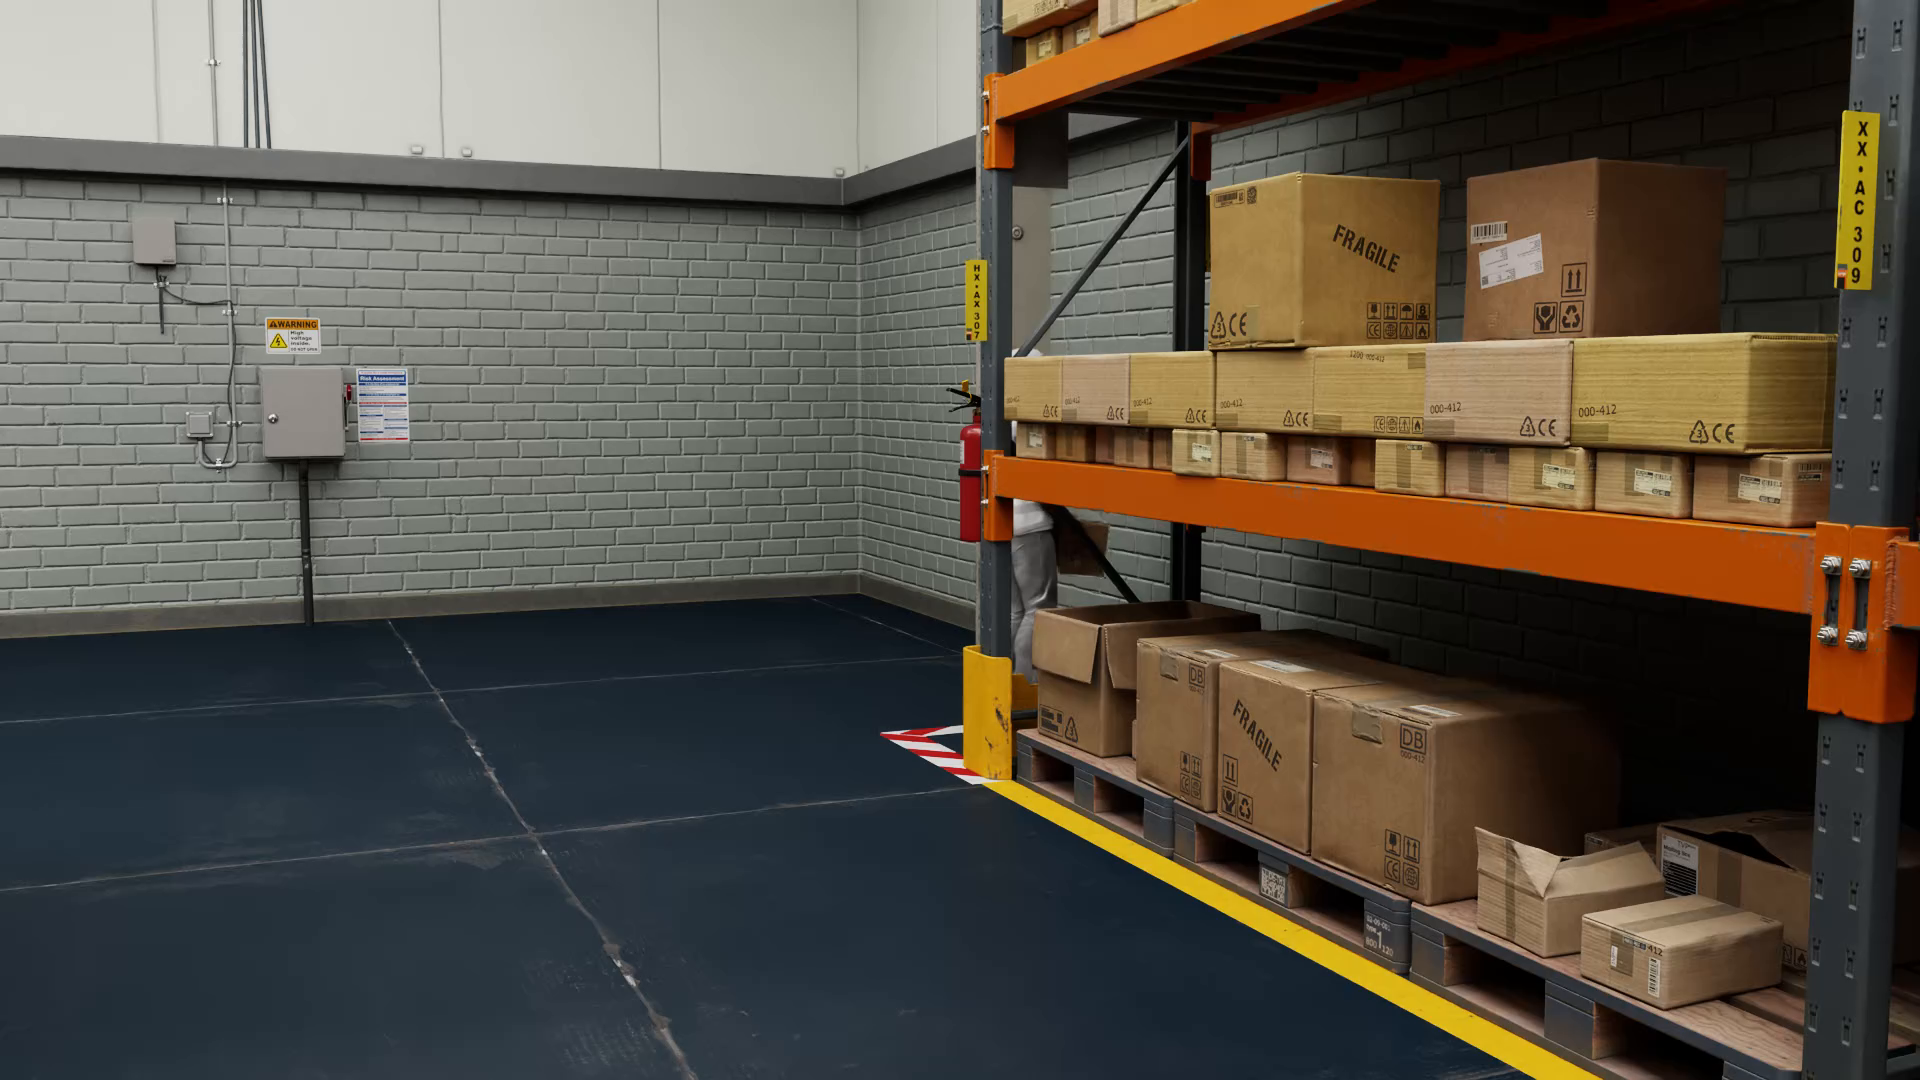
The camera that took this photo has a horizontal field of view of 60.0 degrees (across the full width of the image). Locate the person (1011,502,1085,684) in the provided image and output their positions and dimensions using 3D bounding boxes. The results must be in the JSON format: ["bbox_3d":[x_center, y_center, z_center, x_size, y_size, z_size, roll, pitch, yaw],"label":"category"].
[{"bbox_3d":[0.369,-0.058,8.121,0.415,1.671,0.566,-2,6,-17],"label":"person"}]
